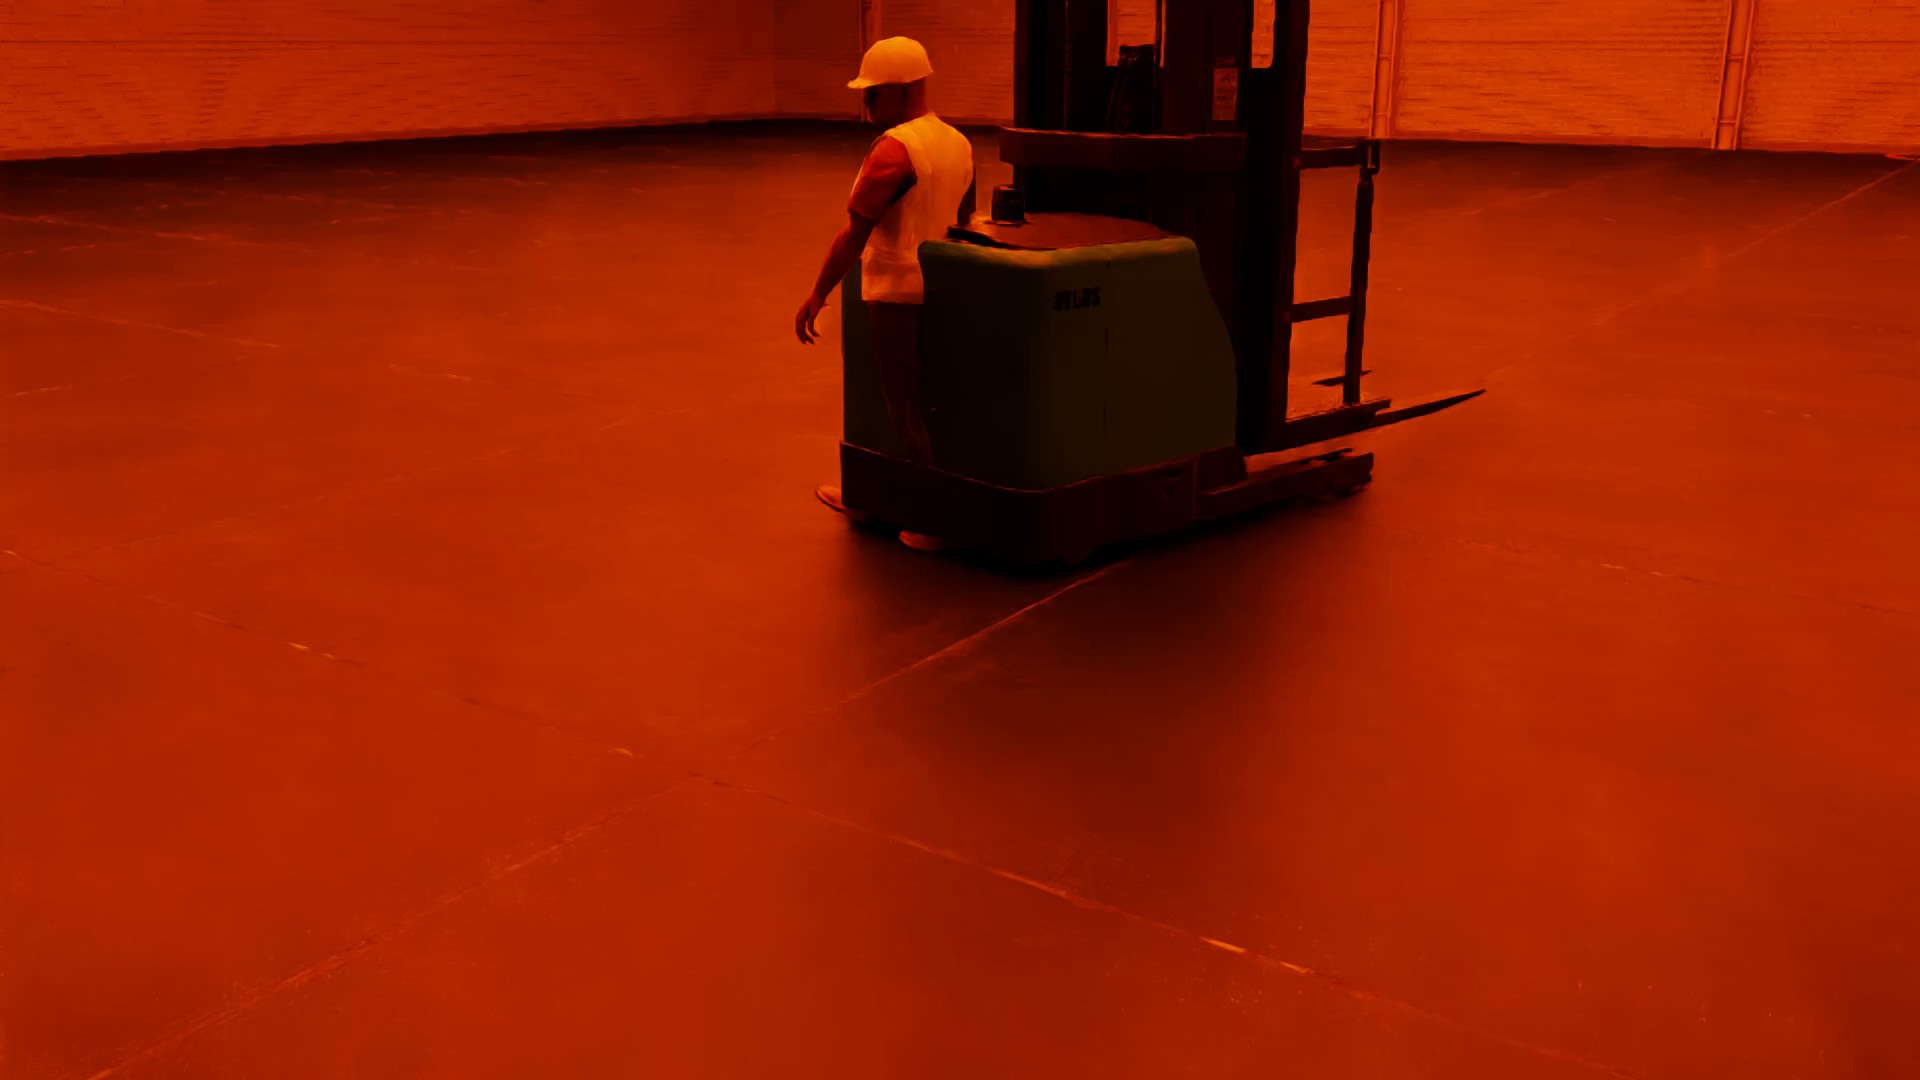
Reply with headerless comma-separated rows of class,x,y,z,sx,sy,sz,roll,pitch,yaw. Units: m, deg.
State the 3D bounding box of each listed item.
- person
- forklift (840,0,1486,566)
person,-0.233,-0.843,5.787,0.776,1.744,0.743,7,18,21
forklift,0.998,-1.651,6.353,3.031,2.935,1.130,-14,22,-39
